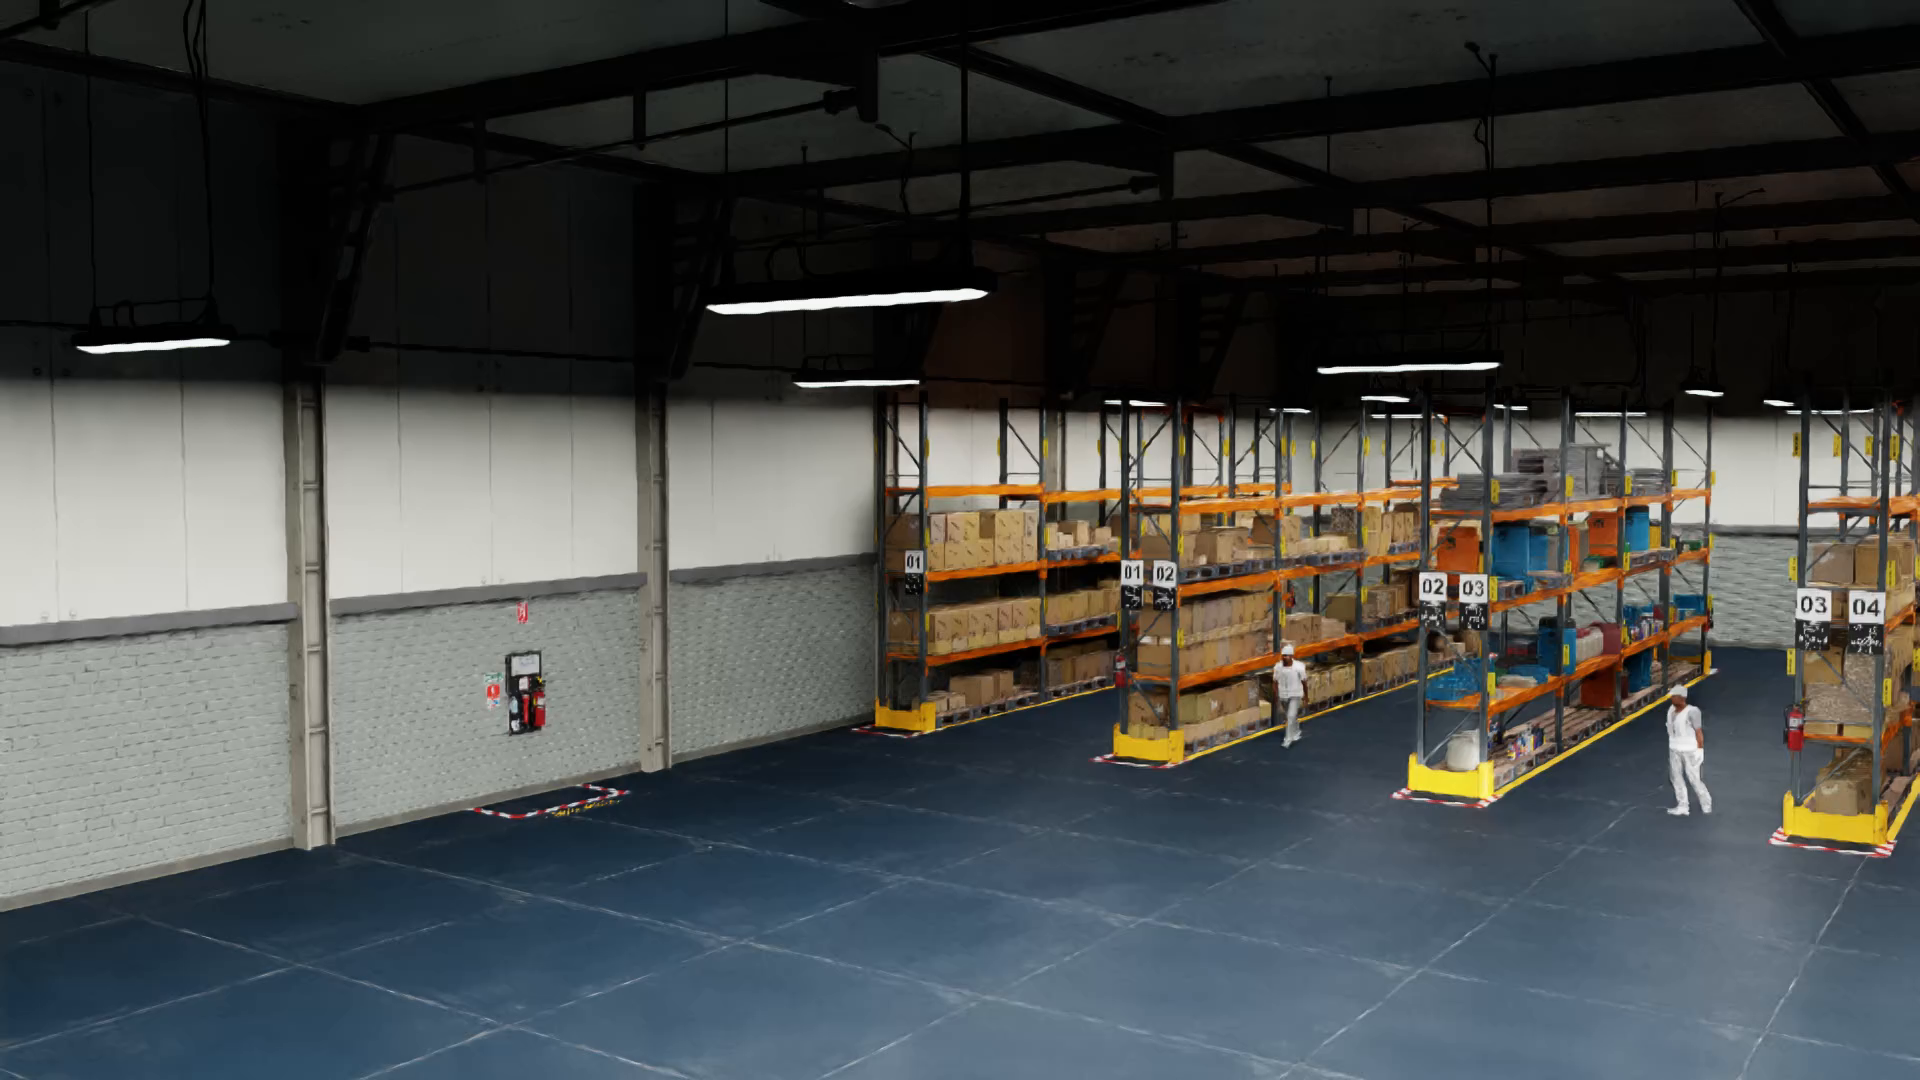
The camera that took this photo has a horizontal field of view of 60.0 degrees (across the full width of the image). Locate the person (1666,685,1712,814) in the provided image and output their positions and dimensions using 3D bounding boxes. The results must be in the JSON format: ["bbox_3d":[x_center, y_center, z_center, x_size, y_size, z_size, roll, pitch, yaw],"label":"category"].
[{"bbox_3d":[9.955,2.859,22.717,0.580,1.772,0.599,-1,3,-20],"label":"person"}]

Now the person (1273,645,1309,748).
[{"bbox_3d":[5.512,2.597,27.921,0.577,1.690,1.121,2,4,37],"label":"person"}]
